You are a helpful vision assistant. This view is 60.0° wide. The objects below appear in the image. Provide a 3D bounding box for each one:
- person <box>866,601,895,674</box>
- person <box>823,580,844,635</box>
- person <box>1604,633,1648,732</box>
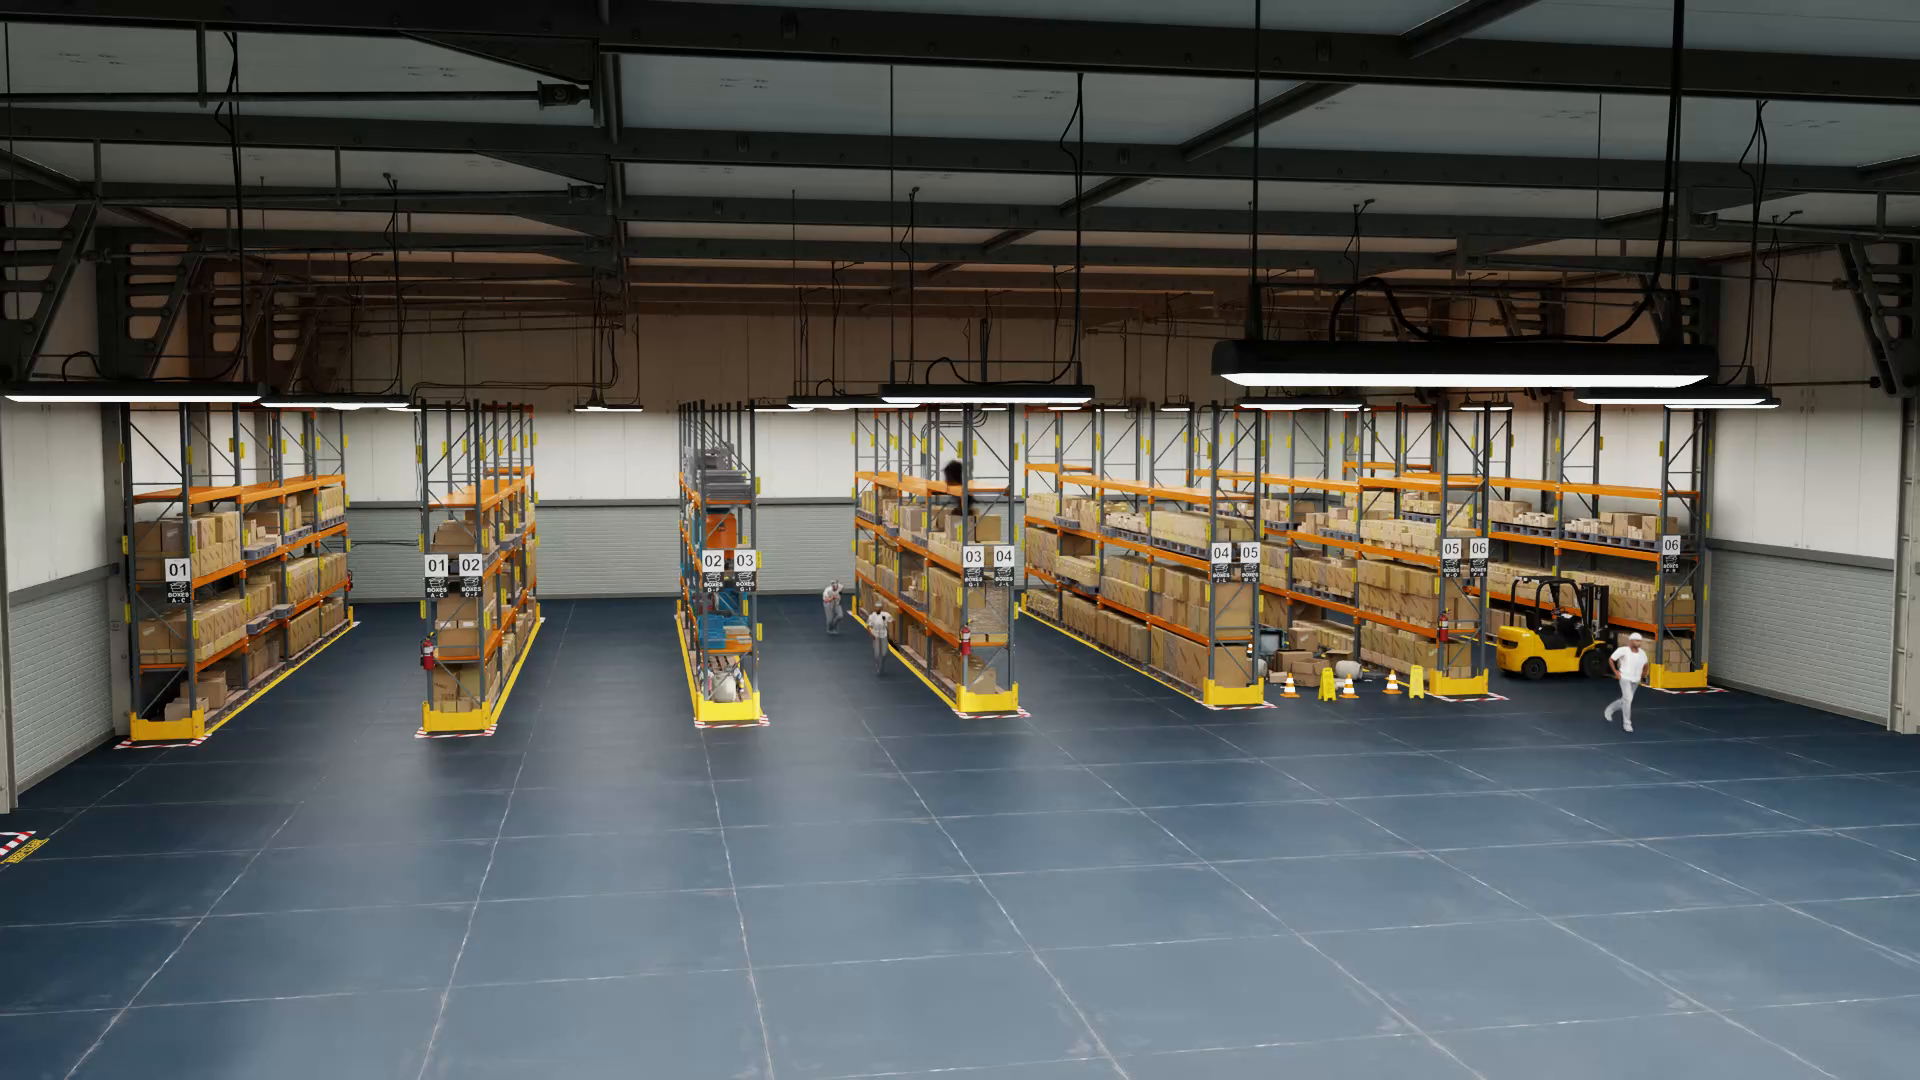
[{"bbox_3d":[-1.743,2.144,36.642,0.639,1.641,0.509,0,4,-3],"label":"person"},{"bbox_3d":[-3.278,1.735,43.084,0.674,1.480,1.057,-2,5,-24],"label":"person"},{"bbox_3d":[12.273,2.560,30.462,0.718,1.739,0.898,-1,5,-19],"label":"person"}]
